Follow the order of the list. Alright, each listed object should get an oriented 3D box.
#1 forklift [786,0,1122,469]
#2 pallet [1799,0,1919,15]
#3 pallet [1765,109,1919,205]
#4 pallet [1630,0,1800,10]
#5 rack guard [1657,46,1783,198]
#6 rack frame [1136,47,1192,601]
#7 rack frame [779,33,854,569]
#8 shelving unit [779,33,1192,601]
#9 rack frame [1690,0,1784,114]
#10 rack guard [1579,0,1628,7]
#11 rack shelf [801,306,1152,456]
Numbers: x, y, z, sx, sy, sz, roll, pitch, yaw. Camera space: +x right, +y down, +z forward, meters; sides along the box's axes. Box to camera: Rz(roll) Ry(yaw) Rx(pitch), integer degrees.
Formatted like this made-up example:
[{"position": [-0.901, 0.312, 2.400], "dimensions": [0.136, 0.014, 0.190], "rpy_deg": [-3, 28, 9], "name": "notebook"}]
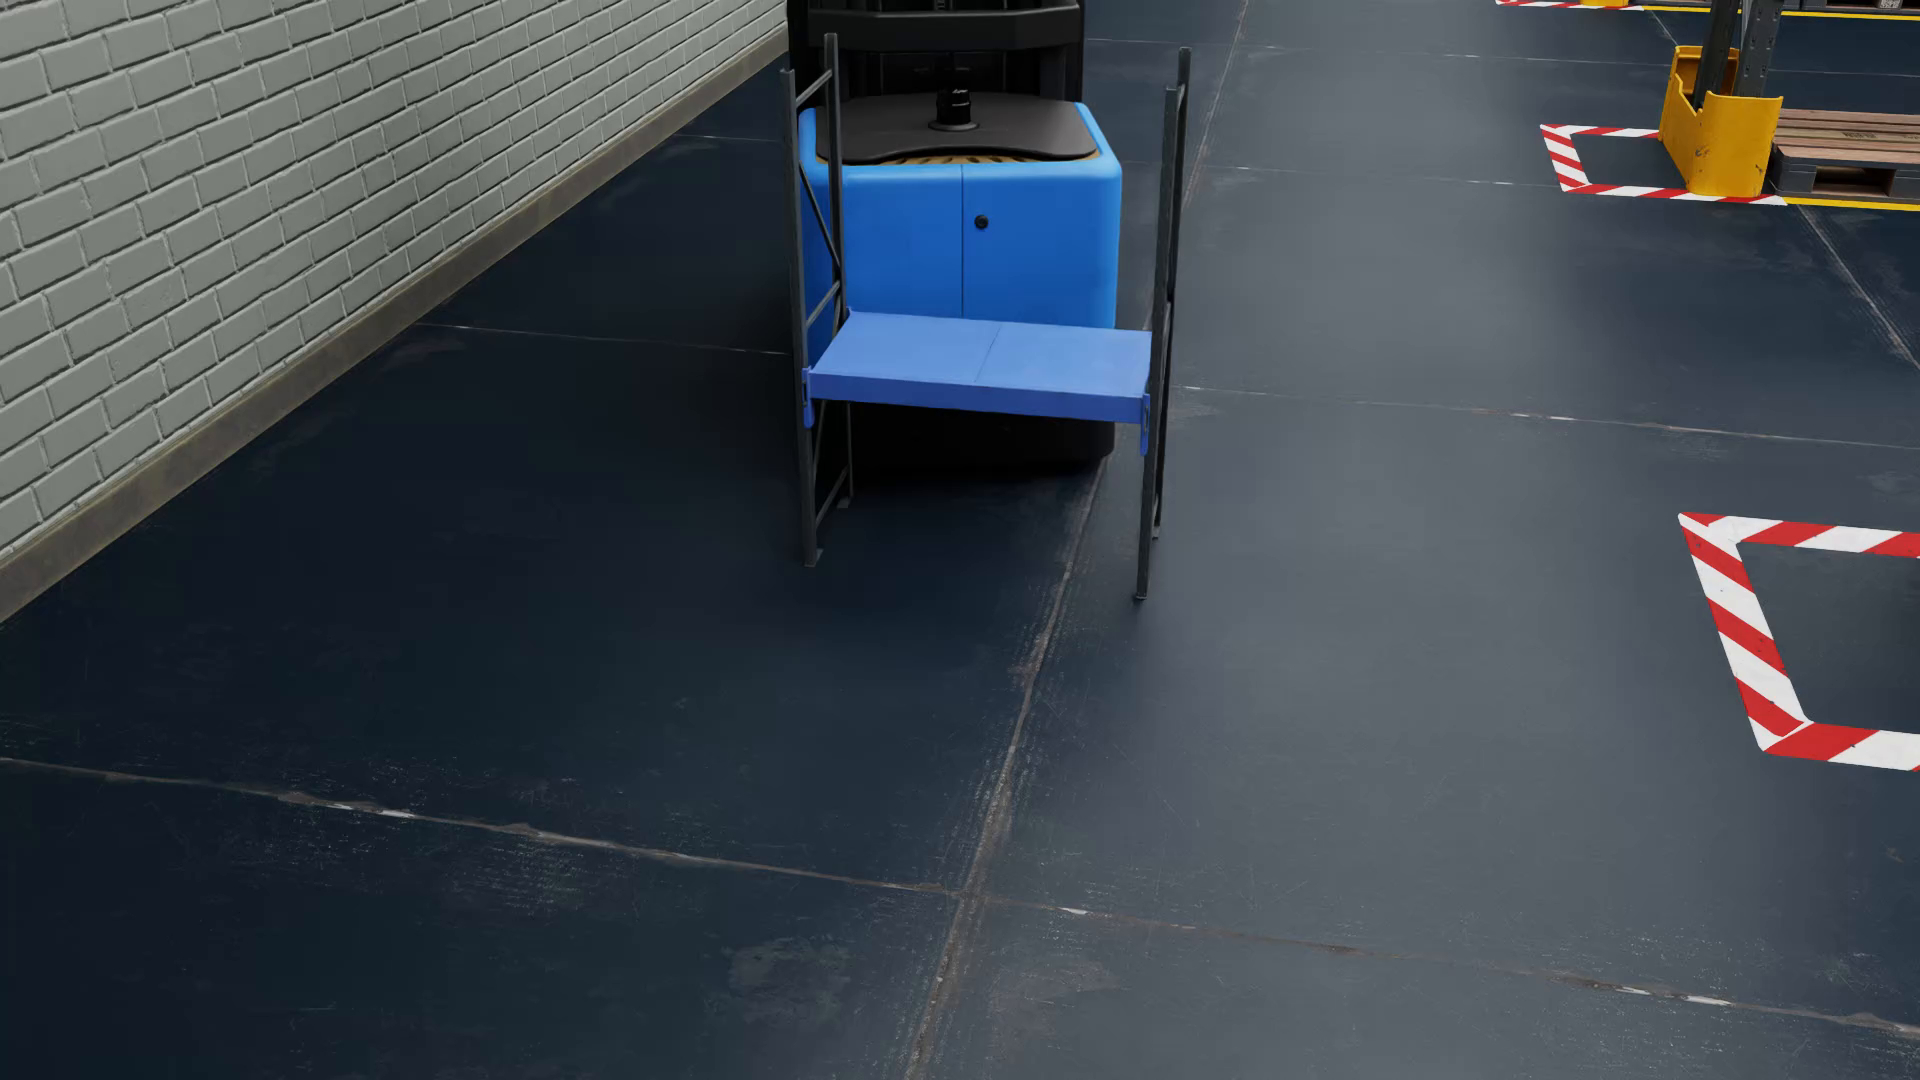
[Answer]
[{"position": [-0.107, -2.199, 6.215], "dimensions": [1.130, 2.935, 3.031], "rpy_deg": [-2, 29, -4], "name": "forklift"}, {"position": [7.051, -4.267, 12.825], "dimensions": [1.213, 0.211, 1.003], "rpy_deg": [6, 29, 11], "name": "pallet"}, {"position": [4.828, -2.007, 8.696], "dimensions": [1.213, 0.211, 1.003], "rpy_deg": [6, 29, 11], "name": "pallet"}, {"position": [5.862, -4.391, 13.050], "dimensions": [1.213, 0.211, 1.003], "rpy_deg": [6, 29, 11], "name": "pallet"}, {"position": [4.003, -2.231, 8.805], "dimensions": [0.348, 0.500, 1.175], "rpy_deg": [6, 29, 11], "name": "rack guard"}, {"position": [0.583, -0.597, 4.779], "dimensions": [0.032, 1.500, 0.500], "rpy_deg": [5, 29, 9], "name": "rack frame"}, {"position": [-0.415, -0.689, 4.946], "dimensions": [0.032, 1.500, 0.500], "rpy_deg": [5, 29, 9], "name": "rack frame"}, {"position": [0.084, -0.643, 4.863], "dimensions": [1.048, 1.500, 0.538], "rpy_deg": [5, 29, 9], "name": "shelving unit"}, {"position": [4.029, -3.331, 8.211], "dimensions": [0.127, 3.000, 1.000], "rpy_deg": [6, 29, 11], "name": "rack frame"}, {"position": [5.040, -4.563, 13.064], "dimensions": [0.348, 0.500, 1.175], "rpy_deg": [6, 29, 11], "name": "rack guard"}, {"position": [0.084, -0.485, 4.949], "dimensions": [1.000, 0.185, 0.538], "rpy_deg": [5, 29, 9], "name": "rack shelf"}]
